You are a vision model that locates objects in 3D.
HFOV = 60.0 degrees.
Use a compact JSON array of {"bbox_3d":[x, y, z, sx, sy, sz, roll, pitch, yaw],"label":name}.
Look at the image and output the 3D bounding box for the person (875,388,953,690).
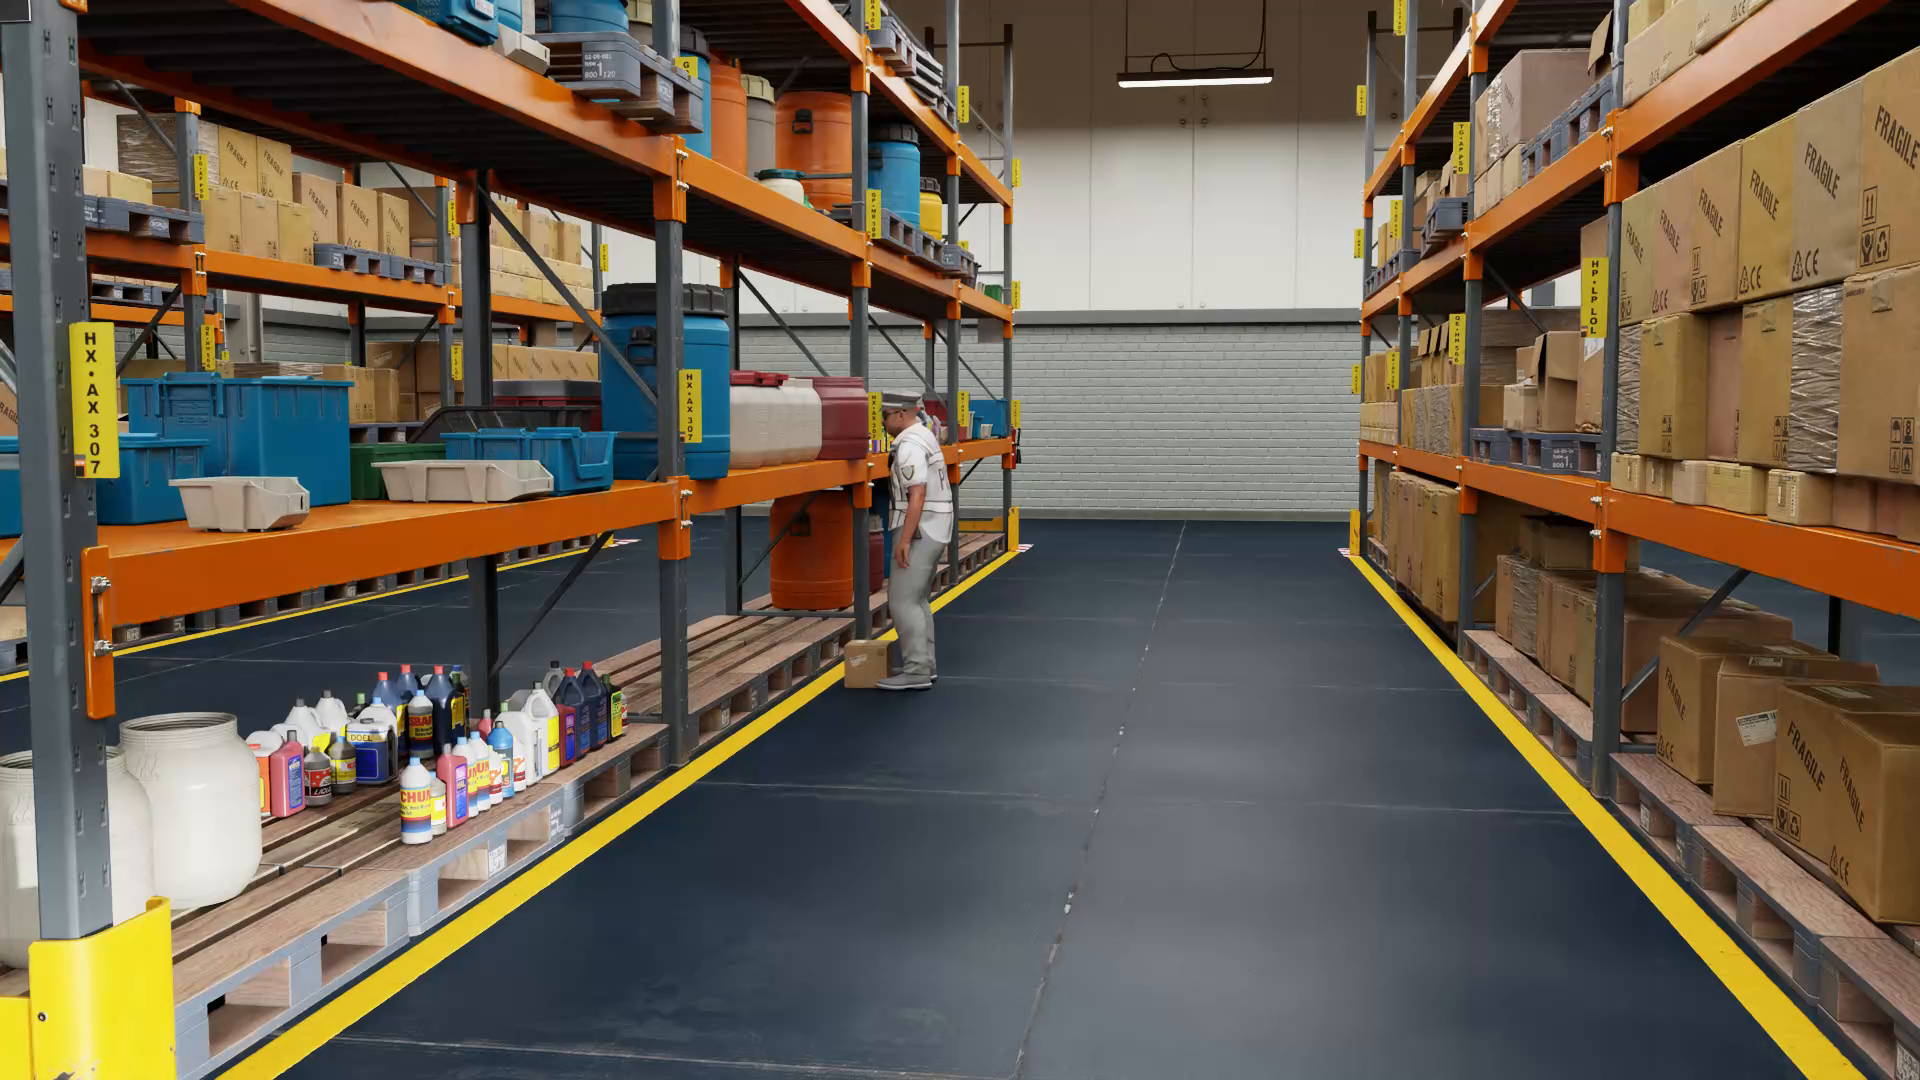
[{"bbox_3d":[-0.263,-0.012,9.750,0.437,1.747,0.596,0,4,5],"label":"person"}]
